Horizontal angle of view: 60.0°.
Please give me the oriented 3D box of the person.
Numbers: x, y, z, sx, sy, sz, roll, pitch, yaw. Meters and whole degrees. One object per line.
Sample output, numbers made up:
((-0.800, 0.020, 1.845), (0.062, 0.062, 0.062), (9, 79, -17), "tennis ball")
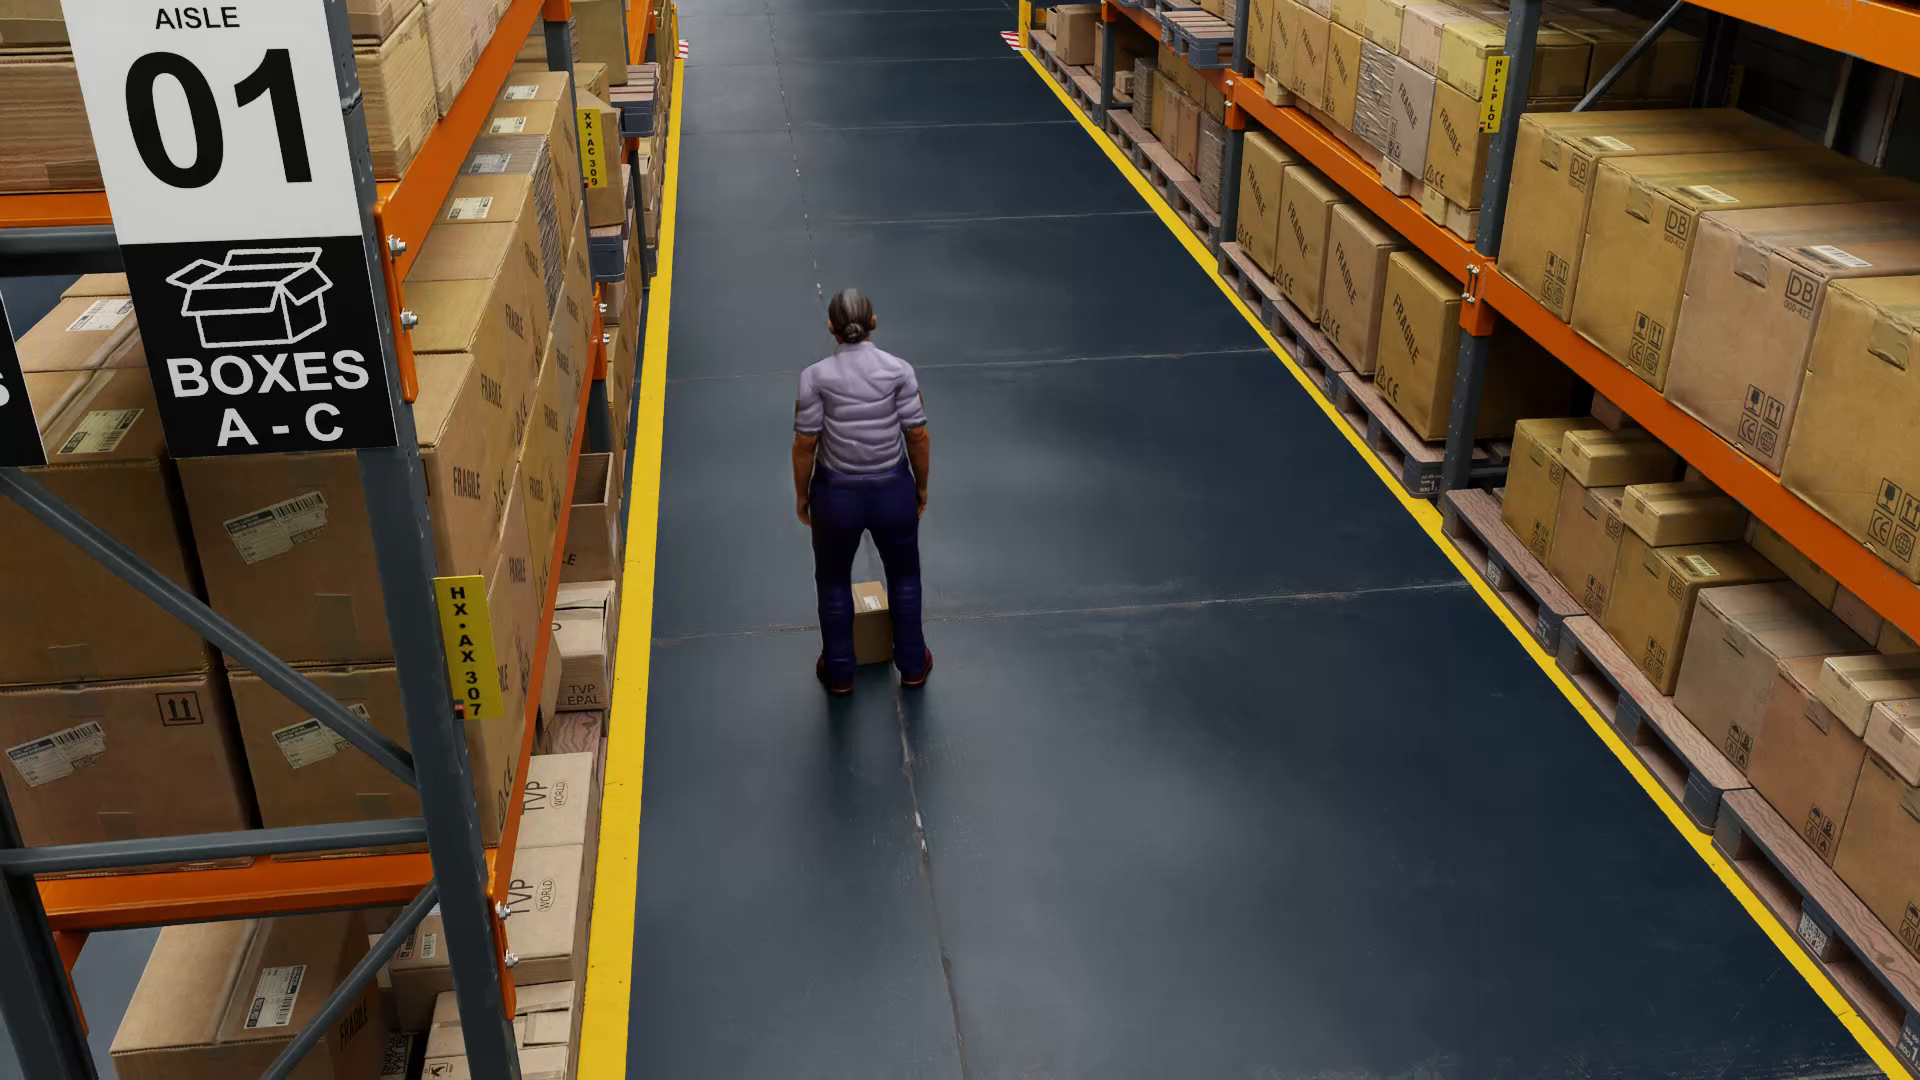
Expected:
((-0.368, -0.162, 6.443), (0.543, 1.648, 0.372), (-4, 28, -7), "person")
